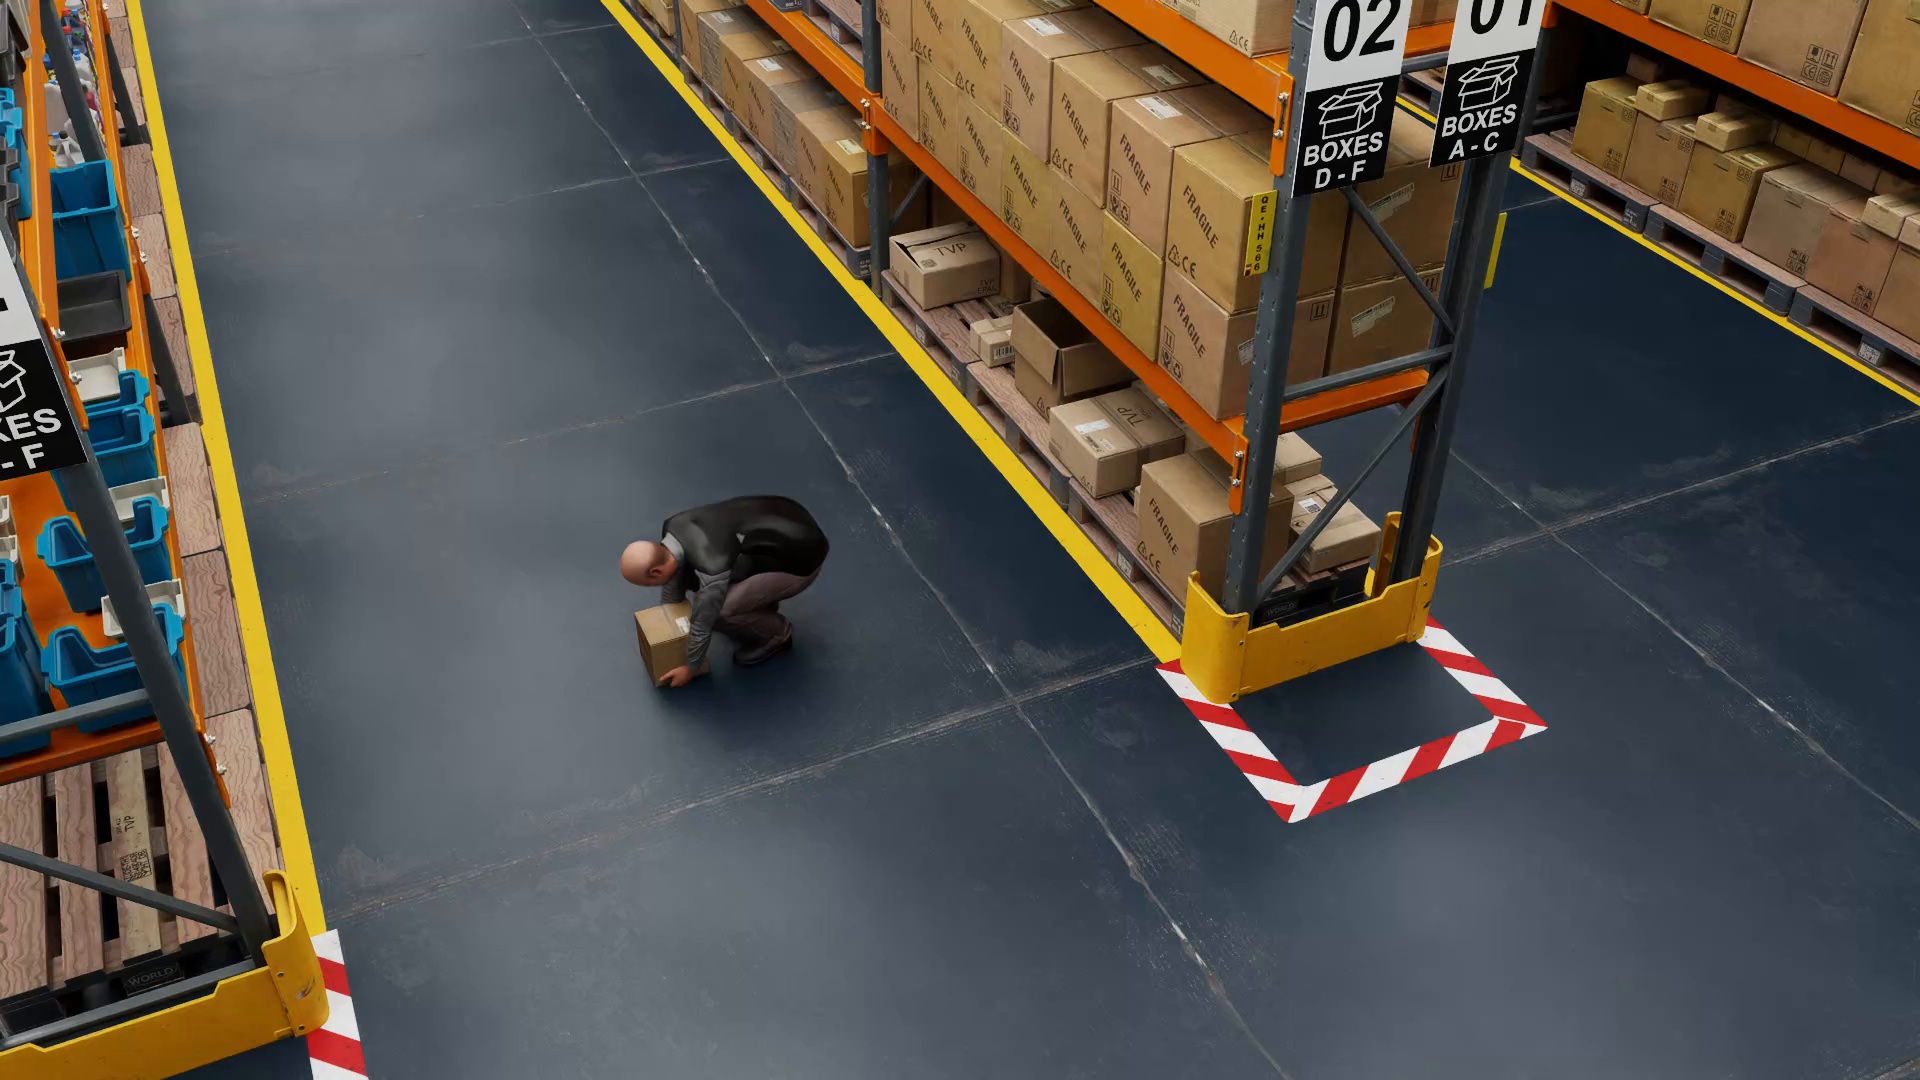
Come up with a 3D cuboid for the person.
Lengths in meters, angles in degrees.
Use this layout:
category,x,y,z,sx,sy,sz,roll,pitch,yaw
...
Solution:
category,x,y,z,sx,sy,sz,roll,pitch,yaw
person,-1.042,0.199,7.435,0.929,0.800,0.503,-17,40,-21
